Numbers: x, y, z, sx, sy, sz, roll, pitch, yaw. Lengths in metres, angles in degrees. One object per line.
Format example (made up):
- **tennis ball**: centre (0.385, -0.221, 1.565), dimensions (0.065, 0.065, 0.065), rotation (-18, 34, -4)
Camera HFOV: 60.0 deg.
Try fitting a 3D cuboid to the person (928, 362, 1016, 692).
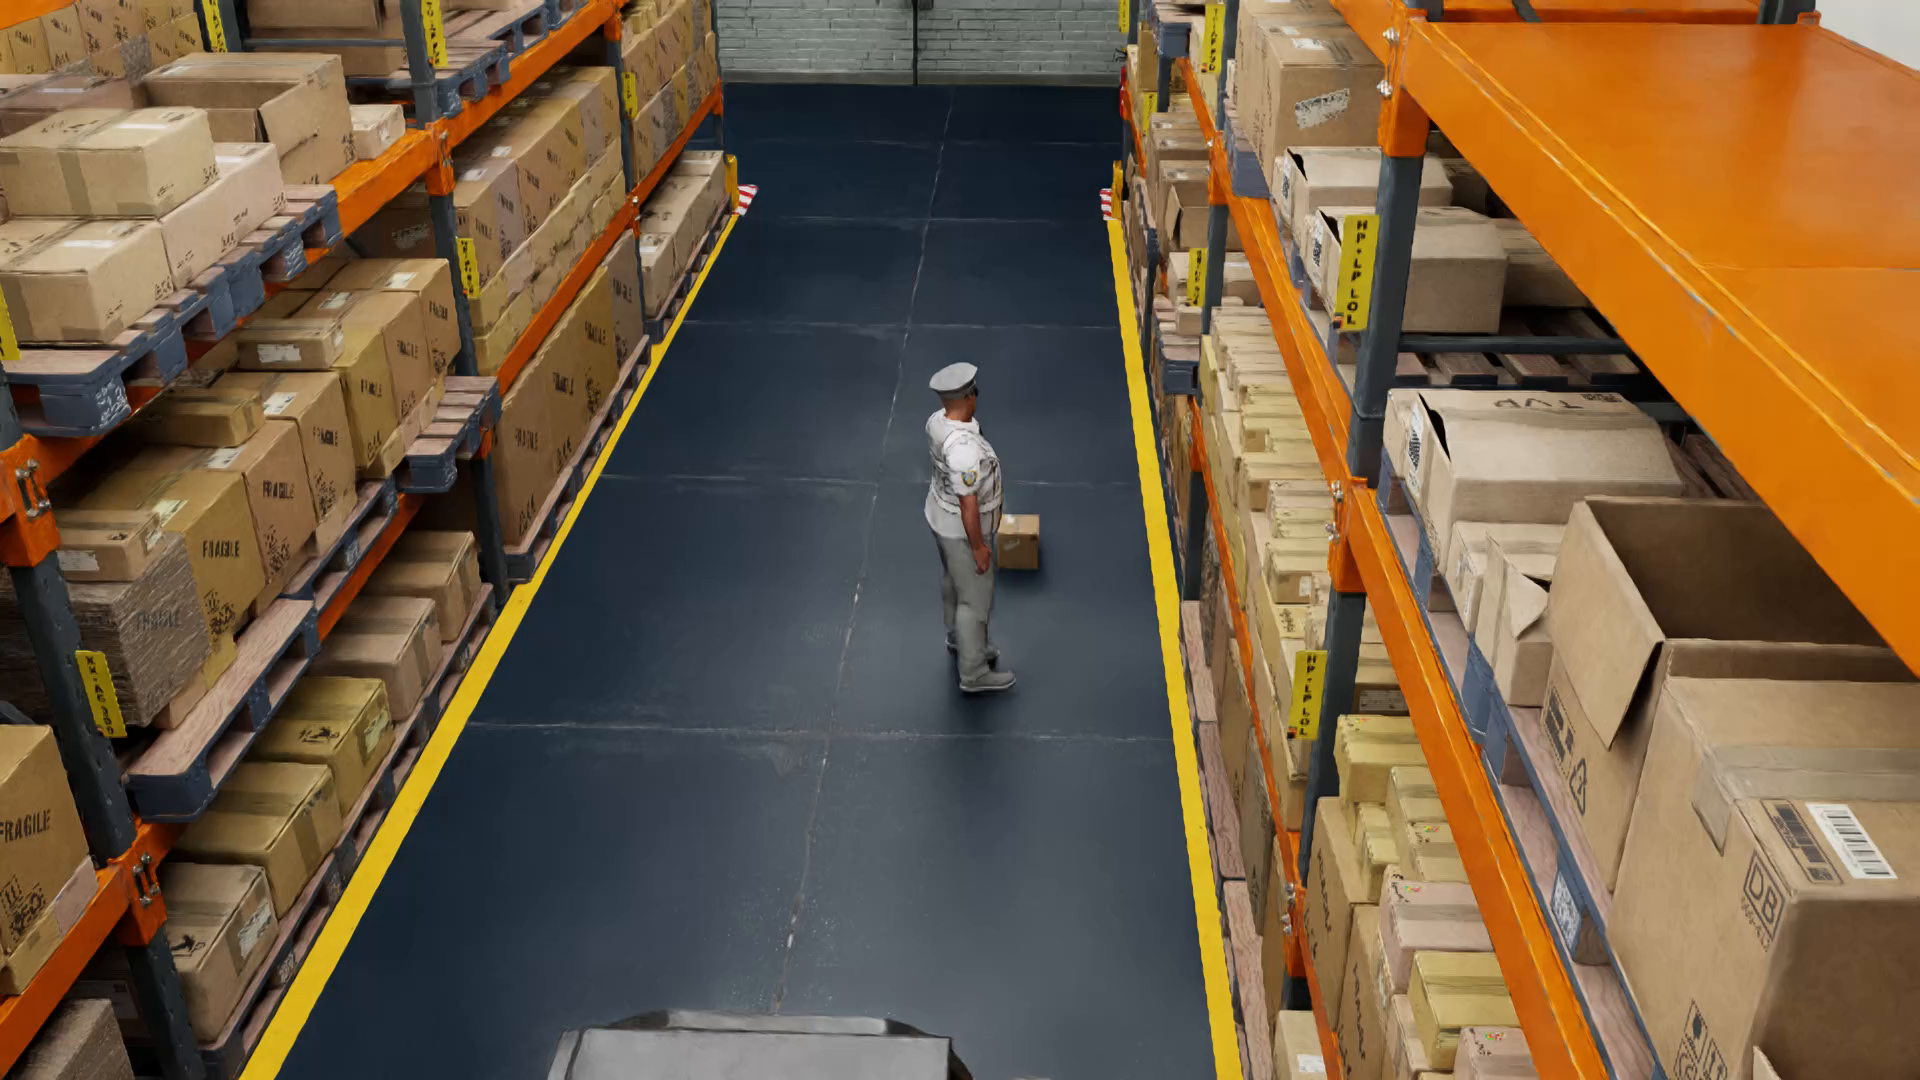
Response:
- **person**: centre (0.052, -0.074, 8.745), dimensions (0.421, 1.771, 0.563), rotation (-7, 29, -13)
